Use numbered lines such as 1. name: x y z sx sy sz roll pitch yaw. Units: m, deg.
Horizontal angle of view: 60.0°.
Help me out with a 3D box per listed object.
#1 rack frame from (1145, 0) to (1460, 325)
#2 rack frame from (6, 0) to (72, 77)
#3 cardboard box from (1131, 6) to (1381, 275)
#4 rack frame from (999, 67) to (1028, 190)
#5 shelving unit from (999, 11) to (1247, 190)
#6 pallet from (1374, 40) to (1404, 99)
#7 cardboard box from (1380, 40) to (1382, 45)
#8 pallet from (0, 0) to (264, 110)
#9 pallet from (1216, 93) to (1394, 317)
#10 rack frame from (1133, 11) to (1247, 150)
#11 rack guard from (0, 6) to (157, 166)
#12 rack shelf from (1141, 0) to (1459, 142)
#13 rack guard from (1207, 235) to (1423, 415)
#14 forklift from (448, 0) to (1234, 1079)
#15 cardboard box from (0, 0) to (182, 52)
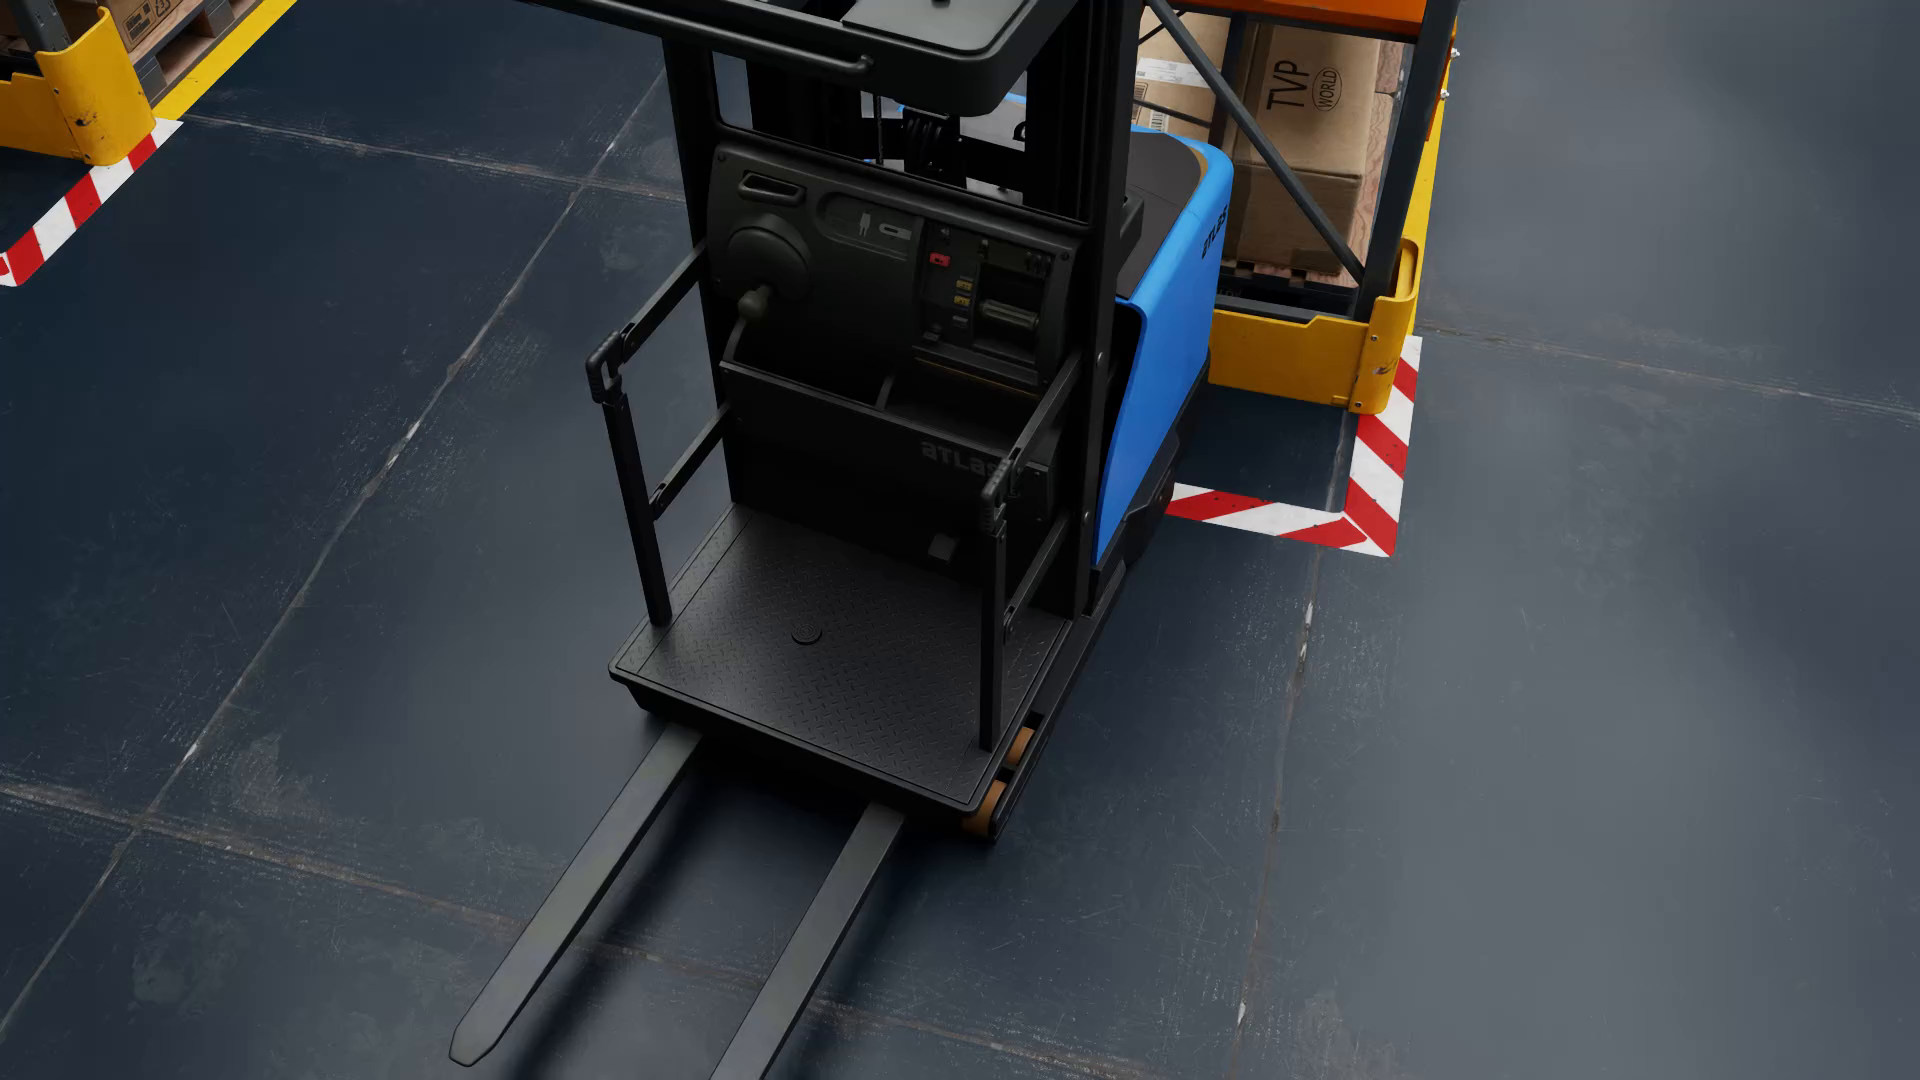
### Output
1. rack frame: 0.922 -1.660 4.715 1.000 3.000 0.127 12 50 10
2. rack frame: -3.868 -2.637 5.577 1.000 3.000 0.127 12 50 10
3. cardboard box: 0.999 -1.449 5.957 0.875 0.438 0.875 10 49 9
4. rack frame: 0.144 -0.790 4.806 0.500 1.500 0.032 24 49 17
5. shelving unit: 0.384 -1.097 5.119 0.587 1.500 1.083 24 49 17
6. pallet: 1.380 -2.211 7.061 1.003 0.211 1.213 12 50 10
7. cardboard box: 1.232 -2.112 6.542 0.875 0.438 0.875 13 50 11
8. pallet: -3.639 -2.346 7.180 1.003 0.211 1.213 12 50 10
9. pallet: 1.057 -1.331 6.284 1.003 0.211 1.213 12 50 10
10. rack frame: 0.633 -1.414 5.443 0.500 1.500 0.032 24 49 17
11. rack guard: -3.848 -1.865 6.563 1.175 0.500 0.348 12 50 10
12. rack shelf: 1.448 -2.869 6.261 1.077 0.370 4.000 12 50 10
13. rack guard: 0.915 -0.816 5.637 1.175 0.500 0.348 12 50 10
14. forklift: -0.263 -0.540 3.772 1.130 2.935 3.031 19 51 16
15. cardboard box: -3.615 -2.374 6.729 0.797 0.503 0.637 10 49 9
